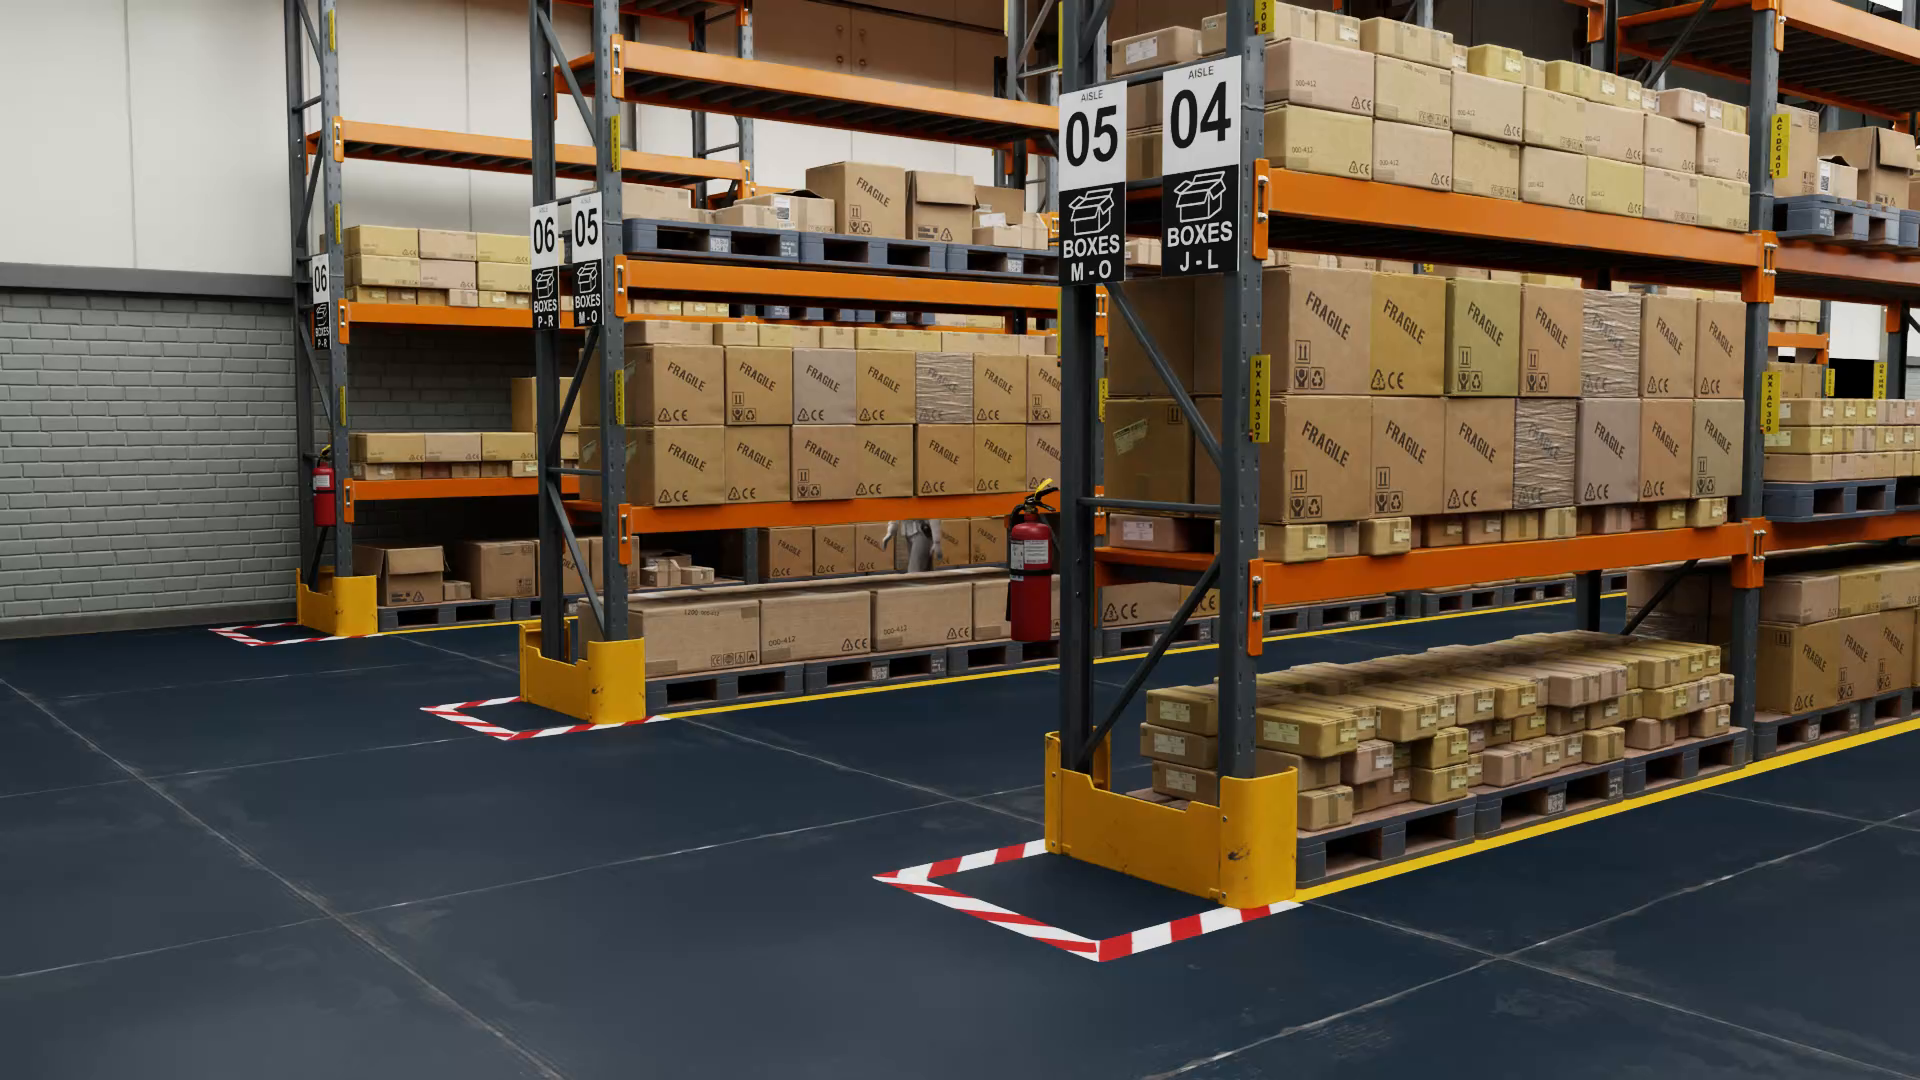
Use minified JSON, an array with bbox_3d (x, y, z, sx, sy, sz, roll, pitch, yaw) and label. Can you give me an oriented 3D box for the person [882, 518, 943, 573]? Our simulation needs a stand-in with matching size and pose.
[{"bbox_3d":[-0.367,-0.036,14.233,0.912,1.610,0.762,-2,5,-28],"label":"person"}]
